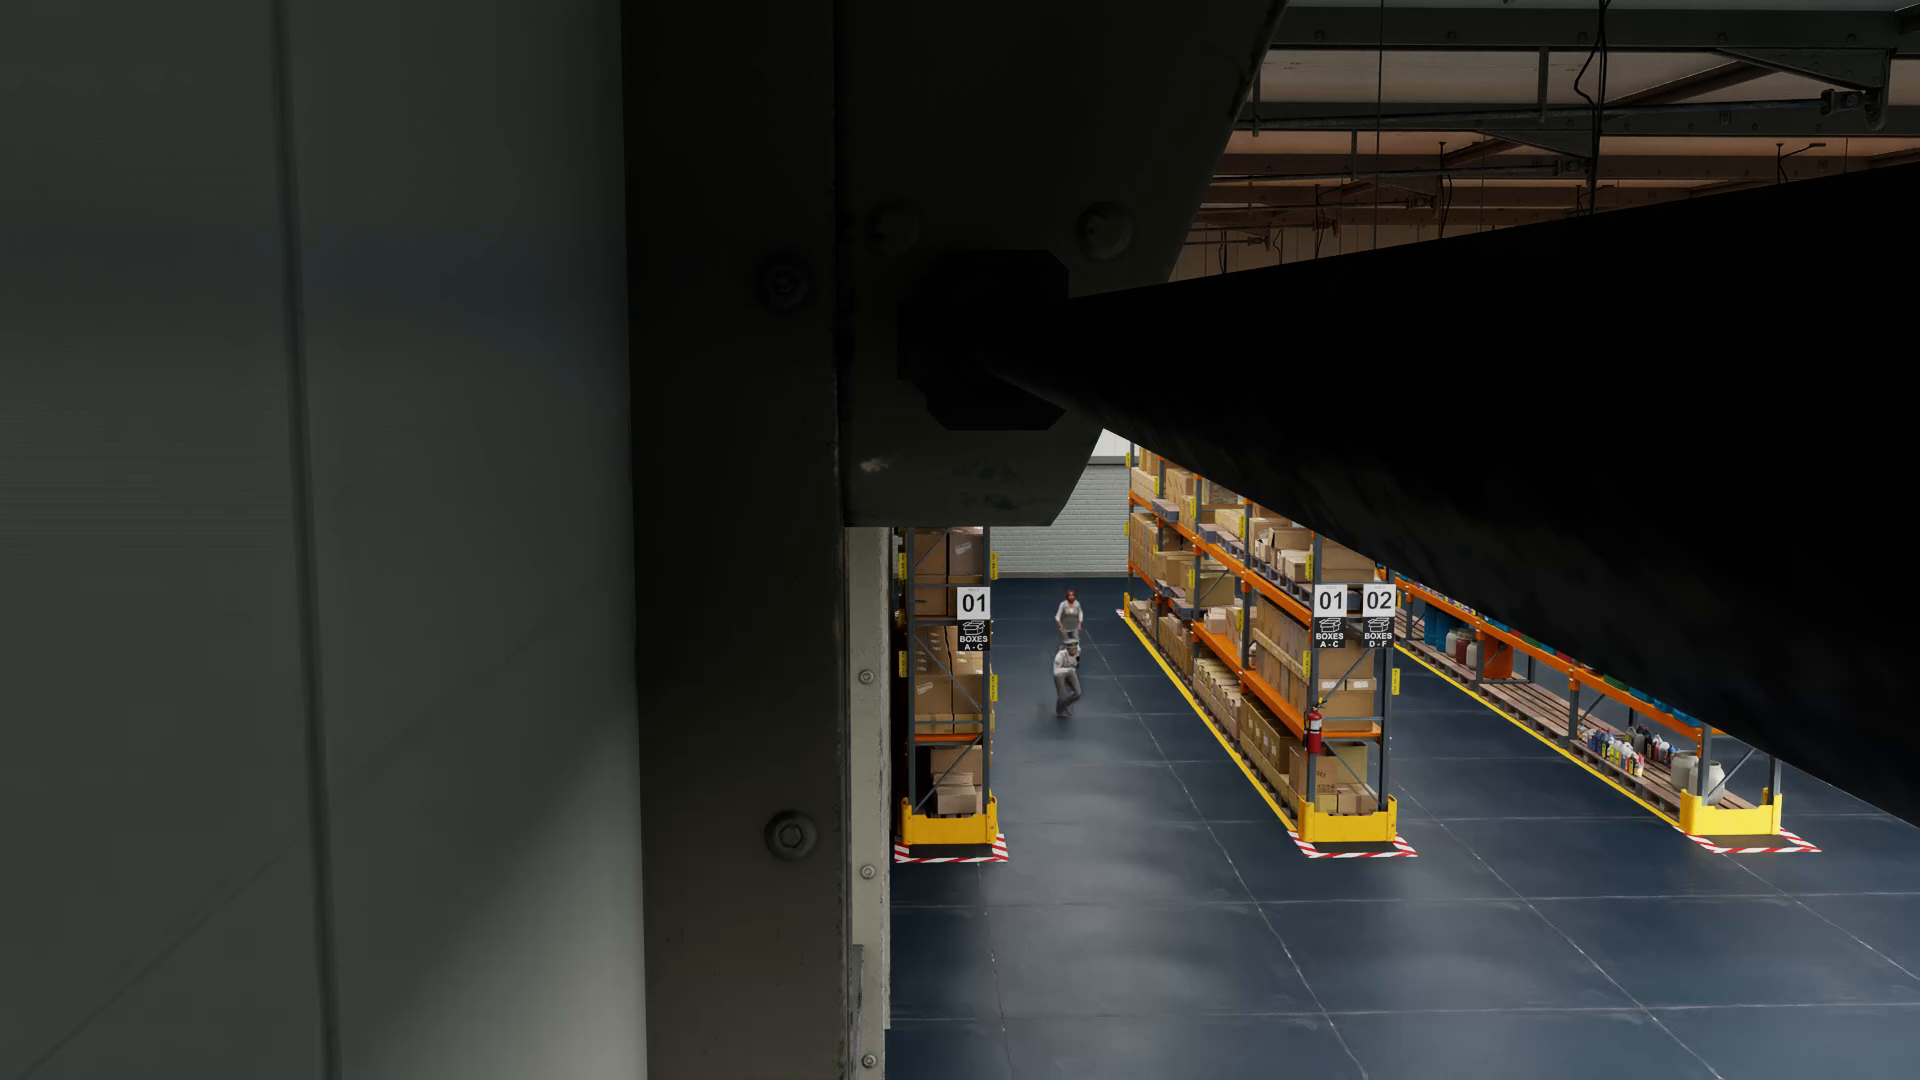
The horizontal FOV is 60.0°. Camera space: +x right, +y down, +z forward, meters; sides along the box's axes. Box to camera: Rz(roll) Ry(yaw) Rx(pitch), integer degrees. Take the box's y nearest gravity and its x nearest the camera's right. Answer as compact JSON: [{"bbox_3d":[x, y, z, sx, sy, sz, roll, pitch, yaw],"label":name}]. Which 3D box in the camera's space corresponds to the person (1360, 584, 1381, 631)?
[{"bbox_3d":[7.807,1.547,31.386,0.667,1.527,0.985,2,8,14],"label":"person"}]

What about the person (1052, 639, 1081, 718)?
[{"bbox_3d":[1.721,2.228,26.742,0.601,1.379,0.933,-3,8,-24],"label":"person"}]

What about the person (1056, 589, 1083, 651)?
[{"bbox_3d":[2.008,1.655,30.638,0.520,1.559,0.646,-1,7,-9],"label":"person"}]
